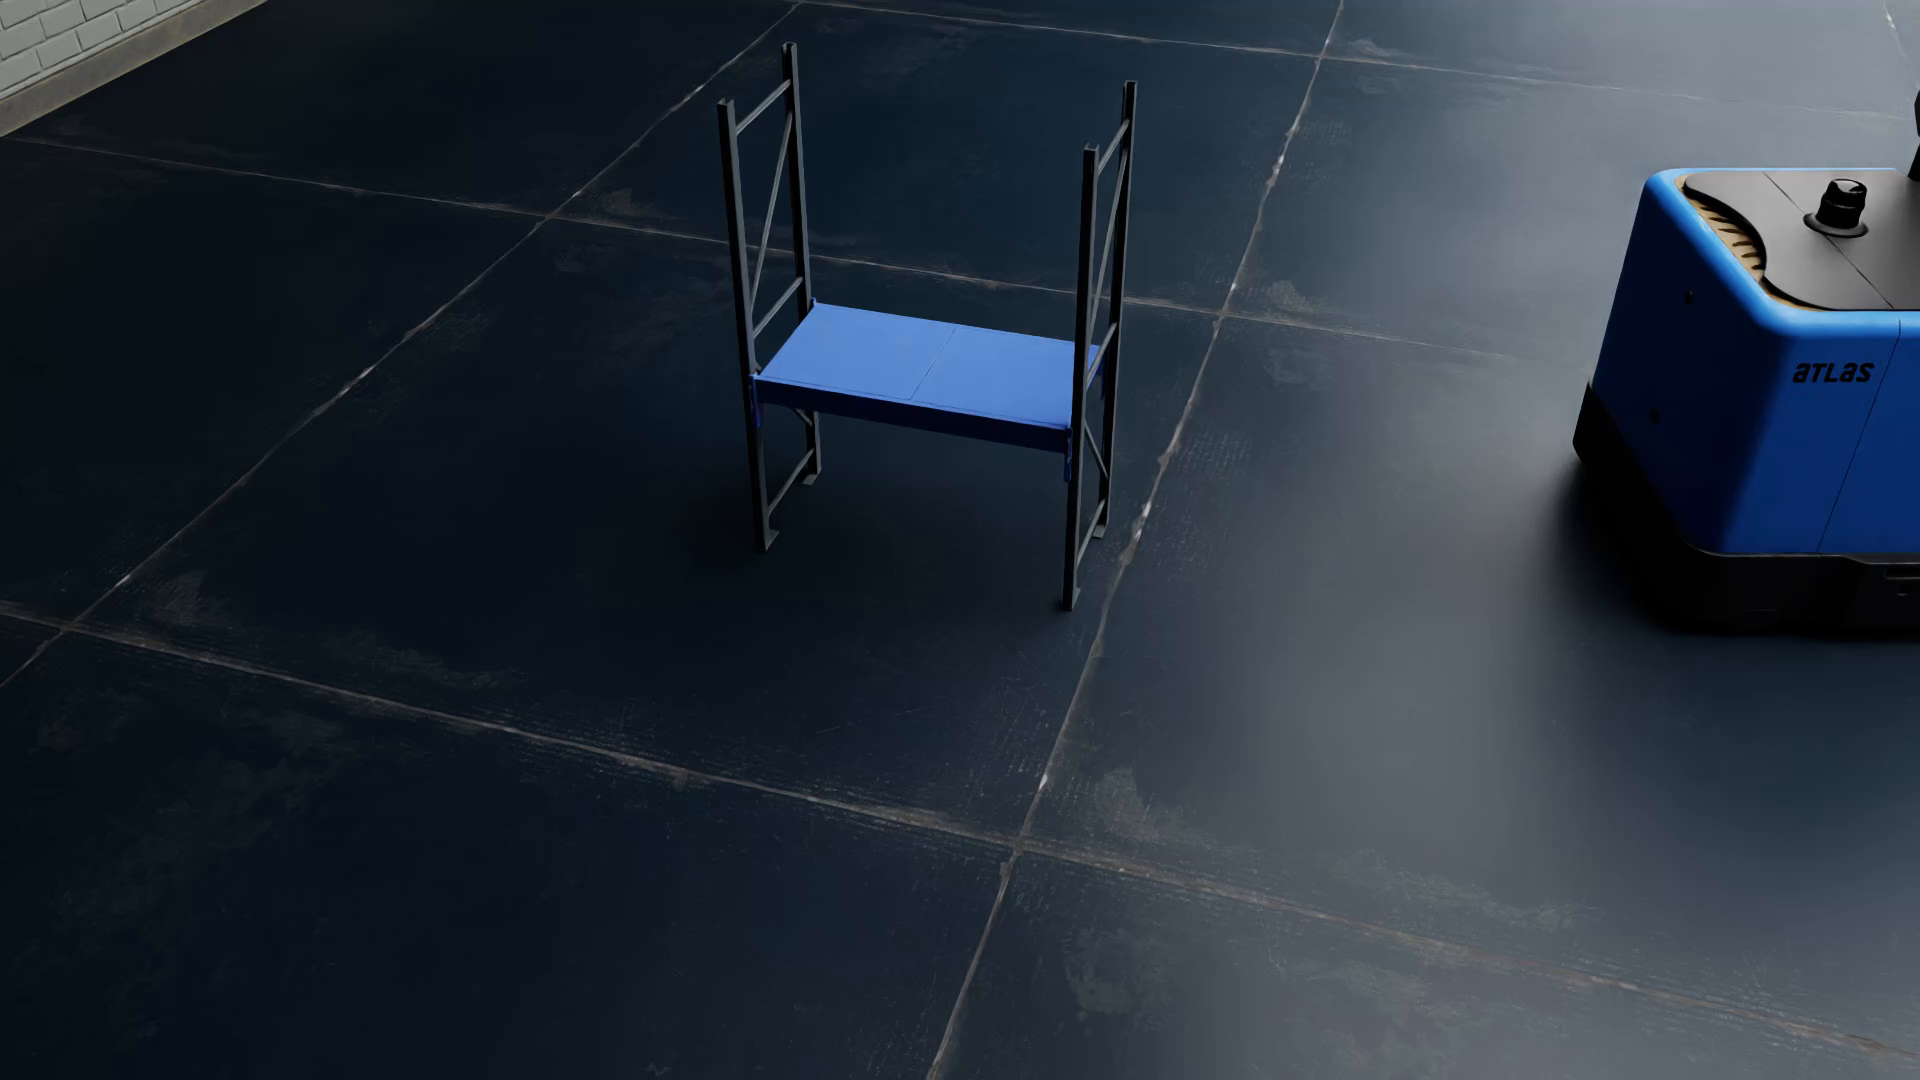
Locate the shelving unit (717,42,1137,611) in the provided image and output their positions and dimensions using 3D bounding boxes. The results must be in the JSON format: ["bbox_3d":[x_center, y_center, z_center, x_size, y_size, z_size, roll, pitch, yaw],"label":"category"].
[{"bbox_3d":[-0.081,-0.619,4.989,1.048,1.500,0.538,10,38,14],"label":"shelving unit"}]

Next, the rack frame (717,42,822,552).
[{"bbox_3d":[-0.567,-0.709,5.111,0.032,1.500,0.500,10,38,14],"label":"rack frame"}]

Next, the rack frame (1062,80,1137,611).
[{"bbox_3d":[0.404,-0.529,4.867,0.032,1.500,0.500,10,38,14],"label":"rack frame"}]

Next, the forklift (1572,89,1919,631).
[{"bbox_3d":[3.630,-1.201,4.572,3.031,2.935,1.130,0,36,0],"label":"forklift"}]

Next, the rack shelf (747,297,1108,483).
[{"bbox_3d":[-0.081,-0.474,5.096,1.000,0.185,0.538,10,38,14],"label":"rack shelf"}]
